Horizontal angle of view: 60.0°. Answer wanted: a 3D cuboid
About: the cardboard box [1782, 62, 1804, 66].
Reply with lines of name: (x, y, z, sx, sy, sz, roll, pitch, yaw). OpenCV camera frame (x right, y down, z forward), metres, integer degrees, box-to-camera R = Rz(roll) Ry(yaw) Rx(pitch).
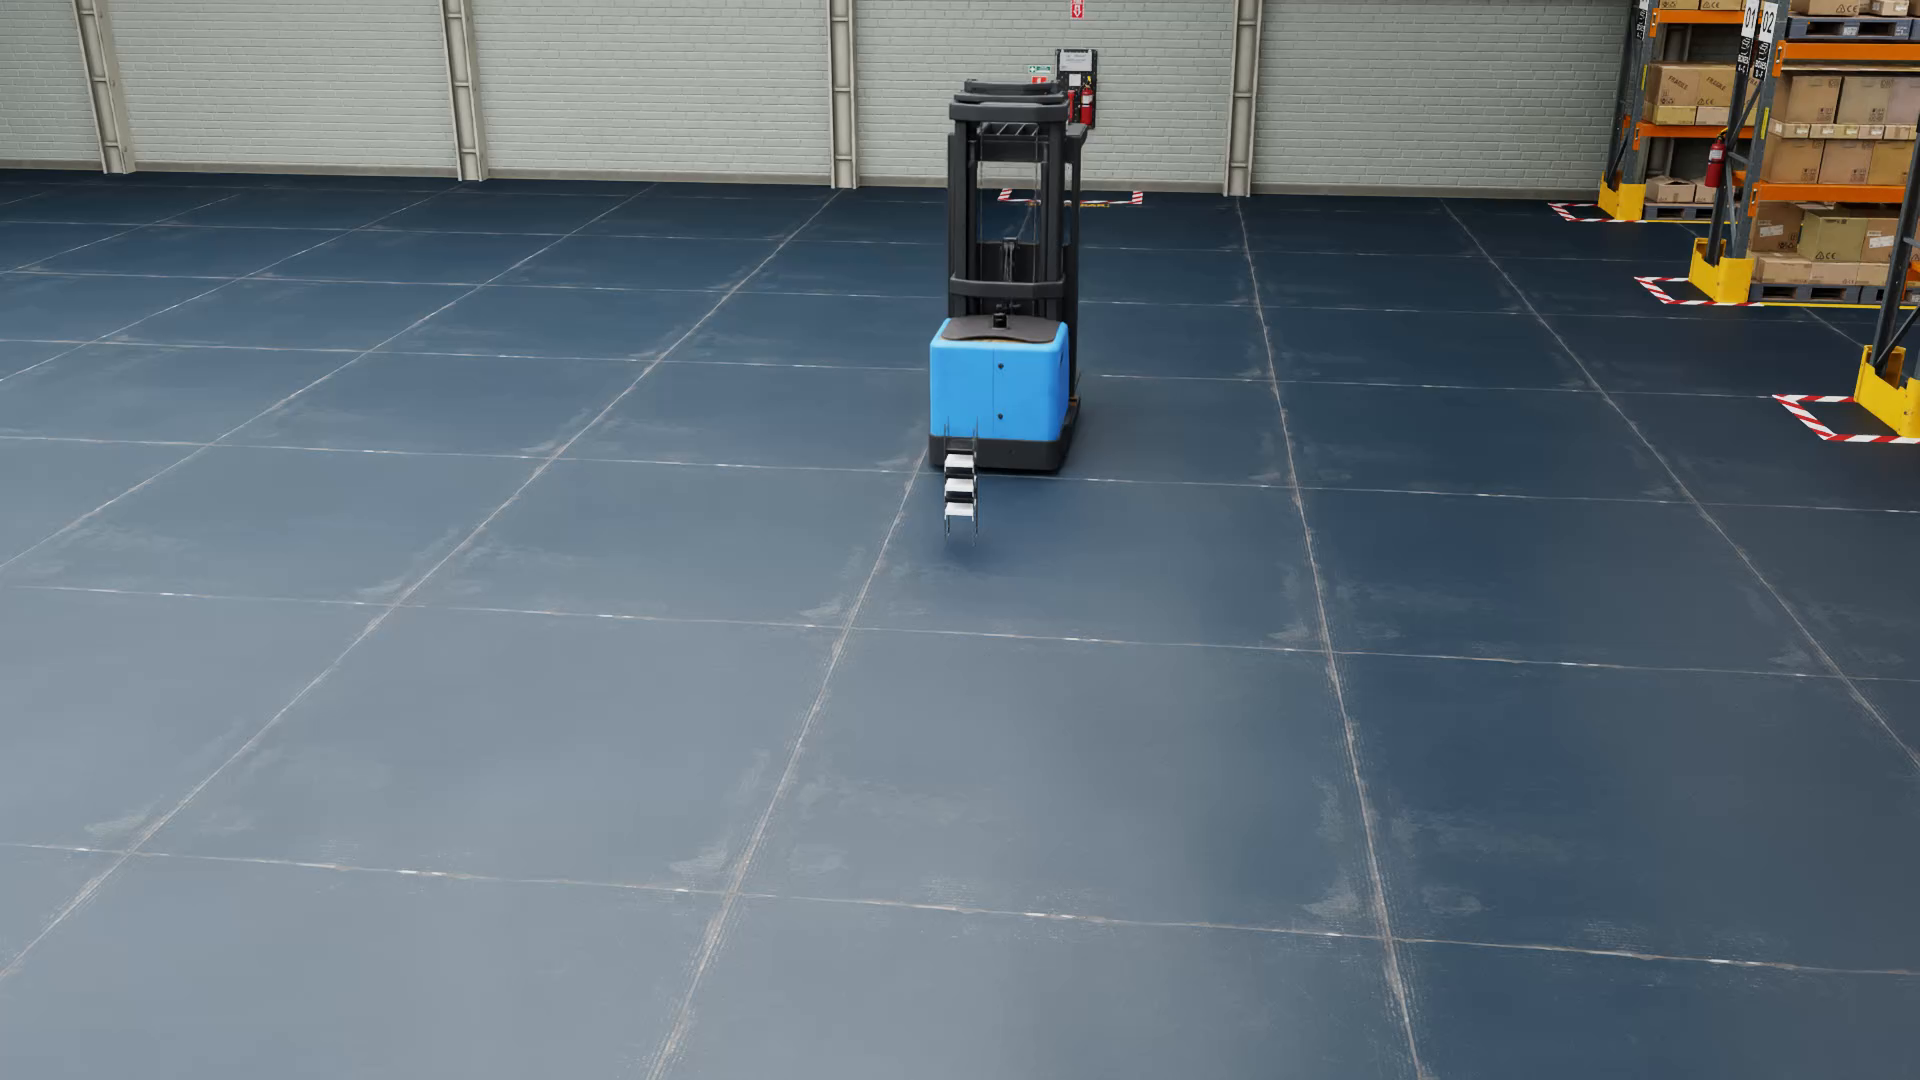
cardboard box: (11.348, -6.351, 23.080, 0.500, 0.500, 0.500, 3, 22, 7)

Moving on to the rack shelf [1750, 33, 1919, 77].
rack shelf: (10.749, -5.238, 18.008, 4.000, 0.370, 1.077, 2, 22, 6)

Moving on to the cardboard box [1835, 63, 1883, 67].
cardboard box: (12.359, -6.309, 22.974, 0.500, 0.500, 0.500, 2, 22, 6)

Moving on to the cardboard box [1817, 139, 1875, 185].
cardboard box: (9.747, -4.265, 18.512, 0.500, 0.500, 0.700, 3, 22, 8)

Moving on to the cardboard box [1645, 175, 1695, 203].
cardboard box: (10.019, -4.965, 23.476, 0.500, 0.311, 0.500, 0, 22, 0)

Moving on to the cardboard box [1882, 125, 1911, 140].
cardboard box: (10.153, -4.473, 18.155, 0.250, 0.149, 0.380, 2, 22, 4)

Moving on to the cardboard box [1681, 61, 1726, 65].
cardboard box: (10.334, -6.393, 23.188, 0.500, 0.500, 0.500, 3, 22, 7)

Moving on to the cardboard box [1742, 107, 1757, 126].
cardboard box: (10.812, -5.834, 22.794, 0.500, 0.250, 0.500, 2, 22, 5)

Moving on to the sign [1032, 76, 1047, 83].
sign: (1.195, -6.817, 25.055, 0.234, 0.329, 0.001, 2, 22, 6)

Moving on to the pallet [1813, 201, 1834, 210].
pallet: (12.644, -4.619, 23.337, 1.213, 0.211, 1.003, 2, 22, 6)

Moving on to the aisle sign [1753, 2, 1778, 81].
aisle sign: (8.662, -5.364, 17.893, 0.004, 0.787, 0.394, 2, 22, 6)

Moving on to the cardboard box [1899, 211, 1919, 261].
cardboard box: (10.759, -3.359, 18.506, 0.500, 0.500, 0.500, 2, 22, 6)

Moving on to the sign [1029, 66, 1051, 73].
sign: (1.198, -7.060, 24.949, 0.331, 0.109, 0.001, 2, 22, 6)

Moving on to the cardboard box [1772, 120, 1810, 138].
cardboard box: (9.127, -4.517, 18.267, 0.250, 0.149, 0.380, 2, 22, 6)

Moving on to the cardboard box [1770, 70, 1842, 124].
cardboard box: (9.278, -4.887, 18.321, 0.500, 0.500, 0.700, 3, 22, 6)

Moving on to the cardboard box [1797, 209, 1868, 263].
cardboard box: (9.766, -3.404, 18.620, 0.500, 0.500, 0.500, 2, 22, 6)

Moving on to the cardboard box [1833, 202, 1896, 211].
cardboard box: (10.325, -3.577, 19.057, 0.500, 0.500, 0.500, 2, 22, 6)

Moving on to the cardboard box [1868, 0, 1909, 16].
cardboard box: (9.911, -5.688, 17.747, 0.250, 0.149, 0.380, 2, 22, 6)

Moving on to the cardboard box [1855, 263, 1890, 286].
cardboard box: (10.263, -3.034, 18.704, 0.500, 0.250, 0.500, 2, 22, 6)

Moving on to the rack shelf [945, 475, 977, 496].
rack shelf: (0.008, -0.387, 11.786, 0.200, 0.077, 0.258, 2, 22, 6)

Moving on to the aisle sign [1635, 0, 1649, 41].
aisle sign: (9.236, -7.176, 22.474, 0.004, 0.787, 0.394, 2, 22, 6)

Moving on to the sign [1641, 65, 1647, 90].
sign: (9.279, -6.278, 22.561, 0.005, 0.325, 0.100, 2, 22, 6)

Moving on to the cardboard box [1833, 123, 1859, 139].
cardboard box: (9.638, -4.495, 18.212, 0.250, 0.149, 0.380, 3, 22, 7)

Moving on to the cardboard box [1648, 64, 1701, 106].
cardboard box: (9.781, -6.231, 22.778, 0.500, 0.500, 0.500, 3, 22, 6)

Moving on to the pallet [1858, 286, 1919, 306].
pallet: (10.736, -2.896, 18.978, 1.213, 0.211, 1.003, 2, 22, 6)

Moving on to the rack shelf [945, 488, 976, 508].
rack shelf: (0.008, -0.303, 11.819, 0.200, 0.077, 0.258, 2, 22, 6)

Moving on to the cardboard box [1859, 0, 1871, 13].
cardboard box: (9.938, -5.896, 18.137, 0.500, 0.250, 0.500, 2, 22, 6)

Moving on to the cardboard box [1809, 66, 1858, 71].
cardboard box: (11.814, -6.141, 22.550, 0.500, 0.500, 0.500, 2, 22, 5)

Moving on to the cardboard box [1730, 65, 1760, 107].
cardboard box: (10.783, -6.181, 22.652, 0.500, 0.500, 0.500, 2, 22, 5)

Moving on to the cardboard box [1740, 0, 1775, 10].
cardboard box: (10.690, -7.361, 22.236, 0.500, 0.500, 0.500, 4, 22, 9)

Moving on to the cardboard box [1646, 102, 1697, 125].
cardboard box: (9.790, -5.876, 22.899, 0.500, 0.250, 0.500, 2, 22, 5)

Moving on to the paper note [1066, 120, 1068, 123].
paper note: (1.564, -6.362, 25.151, 0.142, 0.148, 0.016, 2, 22, 6)

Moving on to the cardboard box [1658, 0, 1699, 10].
cardboard box: (9.645, -7.418, 22.380, 0.500, 0.500, 0.500, 3, 22, 8)

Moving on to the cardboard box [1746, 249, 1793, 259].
cardboard box: (9.330, -3.266, 19.289, 0.500, 0.250, 0.500, 2, 22, 6)

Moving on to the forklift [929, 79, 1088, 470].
forklift: (0.476, -2.420, 14.074, 1.130, 2.935, 3.031, 3, 22, 8)

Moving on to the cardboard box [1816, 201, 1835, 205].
cardboard box: (12.279, -4.973, 23.239, 0.500, 0.500, 0.500, 1, 22, 2)

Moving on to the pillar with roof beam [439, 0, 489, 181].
pillar with roof beam: (-8.242, -8.356, 20.835, 0.400, 9.000, 9.100, 2, 22, 6)

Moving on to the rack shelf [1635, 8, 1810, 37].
rack shelf: (11.329, -7.047, 22.583, 4.000, 0.370, 1.077, 2, 22, 6)

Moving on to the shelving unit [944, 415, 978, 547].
shelving unit: (0.008, -0.418, 11.773, 0.210, 0.900, 0.258, 2, 22, 6)

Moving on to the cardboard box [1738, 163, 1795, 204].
cardboard box: (11.308, -4.978, 23.252, 0.500, 0.500, 0.700, 1, 22, 3)

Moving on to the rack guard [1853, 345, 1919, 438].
rack guard: (8.257, -1.307, 14.567, 0.348, 0.500, 1.175, 2, 22, 6)

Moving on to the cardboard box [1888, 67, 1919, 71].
cardboard box: (12.809, -6.096, 22.436, 0.500, 0.500, 0.500, 2, 22, 6)

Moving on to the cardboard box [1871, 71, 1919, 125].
cardboard box: (10.301, -4.845, 18.214, 0.500, 0.500, 0.700, 3, 22, 7)

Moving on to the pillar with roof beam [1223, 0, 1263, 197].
pillar with roof beam: (3.674, -7.836, 19.522, 0.400, 9.000, 9.100, 2, 22, 6)

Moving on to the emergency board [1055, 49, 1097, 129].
emergency board: (1.731, -6.739, 24.906, 0.643, 1.169, 0.194, 2, 22, 6)

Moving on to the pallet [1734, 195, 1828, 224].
pallet: (11.429, -4.671, 23.468, 1.213, 0.211, 1.003, 2, 22, 6)

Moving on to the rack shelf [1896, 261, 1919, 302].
rack shelf: (10.163, -2.035, 13.986, 4.000, 0.370, 1.077, 2, 22, 6)

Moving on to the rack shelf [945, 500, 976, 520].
rack shelf: (0.008, -0.220, 11.852, 0.200, 0.077, 0.258, 2, 22, 6)

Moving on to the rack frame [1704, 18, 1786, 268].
rack frame: (8.763, -4.264, 18.646, 0.127, 3.000, 1.000, 2, 22, 6)

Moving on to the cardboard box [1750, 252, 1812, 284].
cardboard box: (9.270, -3.077, 18.811, 0.500, 0.250, 0.500, 2, 22, 6)

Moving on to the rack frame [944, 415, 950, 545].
rack frame: (-0.093, -0.423, 11.785, 0.006, 0.900, 0.240, 2, 22, 6)

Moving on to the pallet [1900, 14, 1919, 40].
pallet: (10.677, -5.526, 17.879, 1.213, 0.211, 1.003, 2, 22, 6)

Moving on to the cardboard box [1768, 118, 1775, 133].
cardboard box: (9.165, -4.666, 18.643, 0.250, 0.149, 0.380, 2, 22, 5)

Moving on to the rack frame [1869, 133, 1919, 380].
rack frame: (8.176, -2.456, 14.072, 0.127, 3.000, 1.000, 2, 22, 6)
